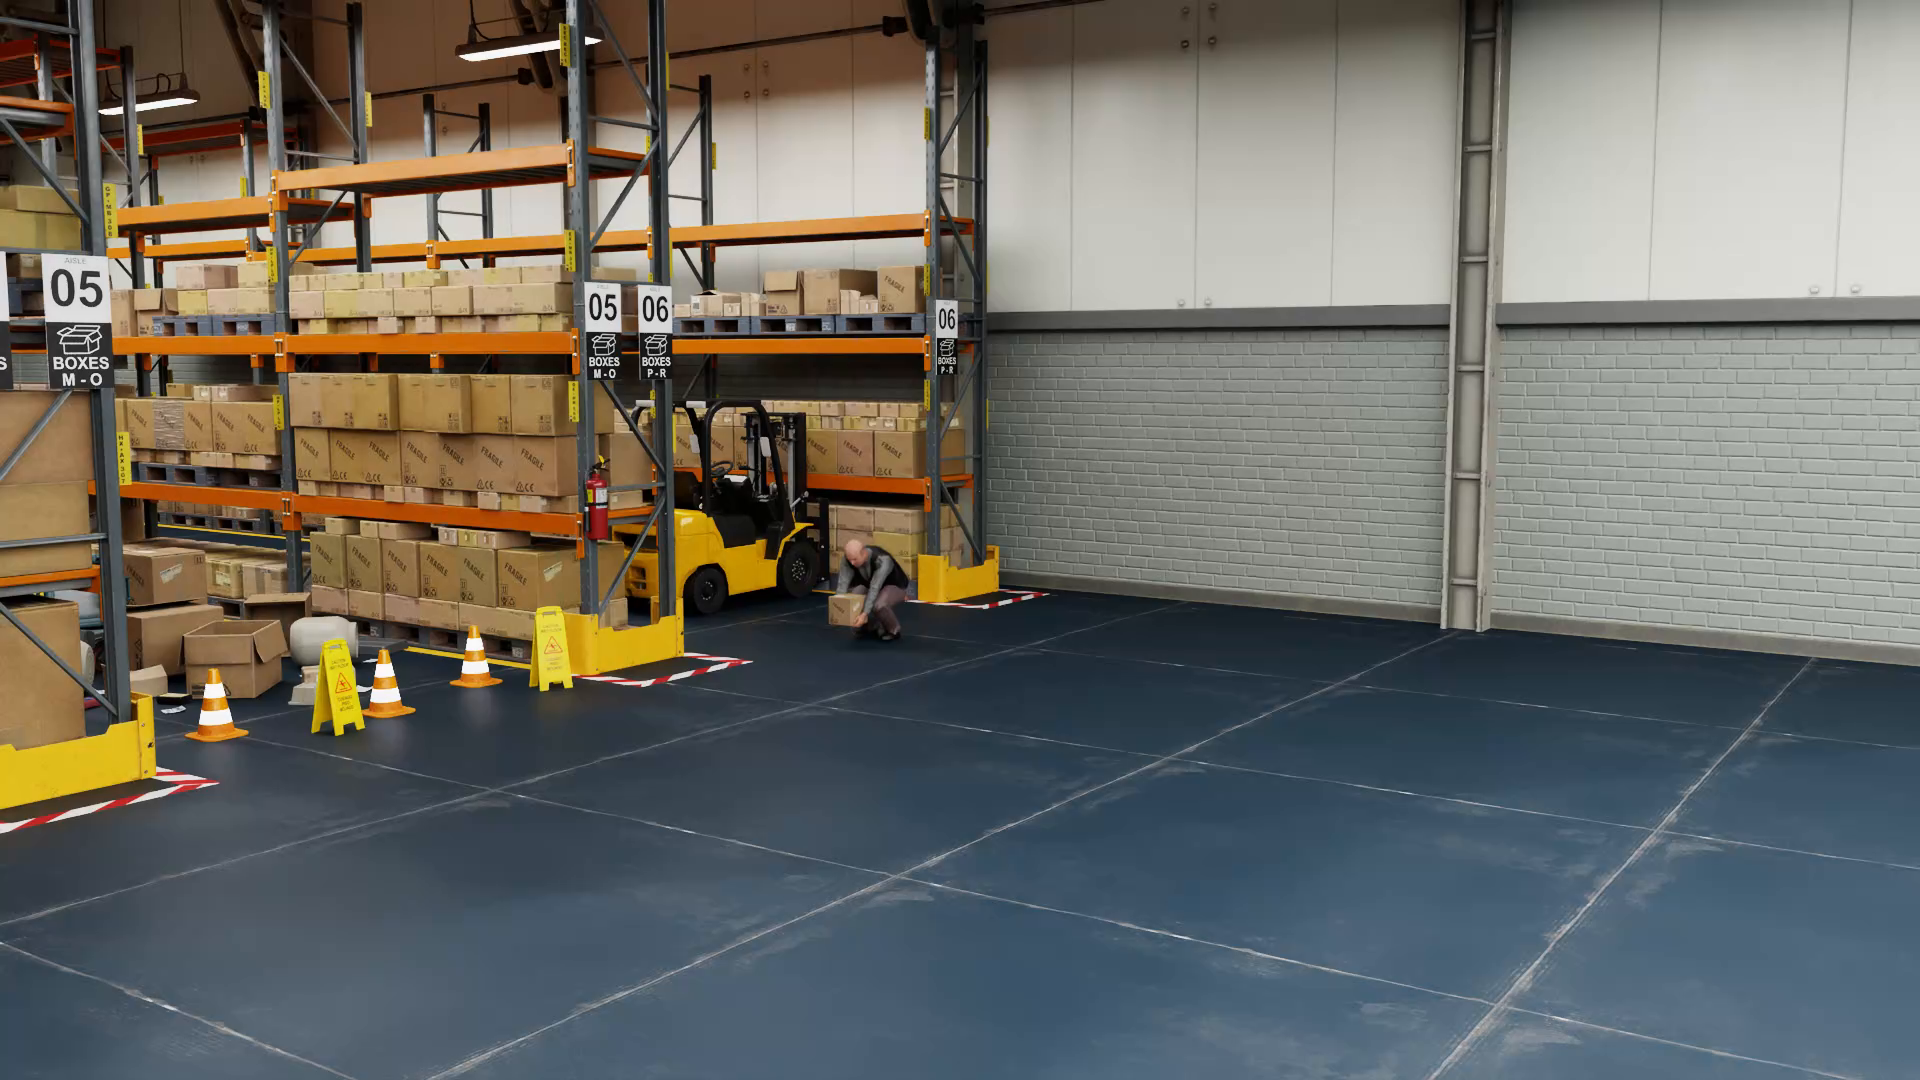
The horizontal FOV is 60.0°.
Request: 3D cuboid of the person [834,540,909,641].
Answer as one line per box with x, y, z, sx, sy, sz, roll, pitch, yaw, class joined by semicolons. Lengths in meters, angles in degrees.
-0.823;0.448;15.298;0.516;0.972;0.875;4;7;32;person
